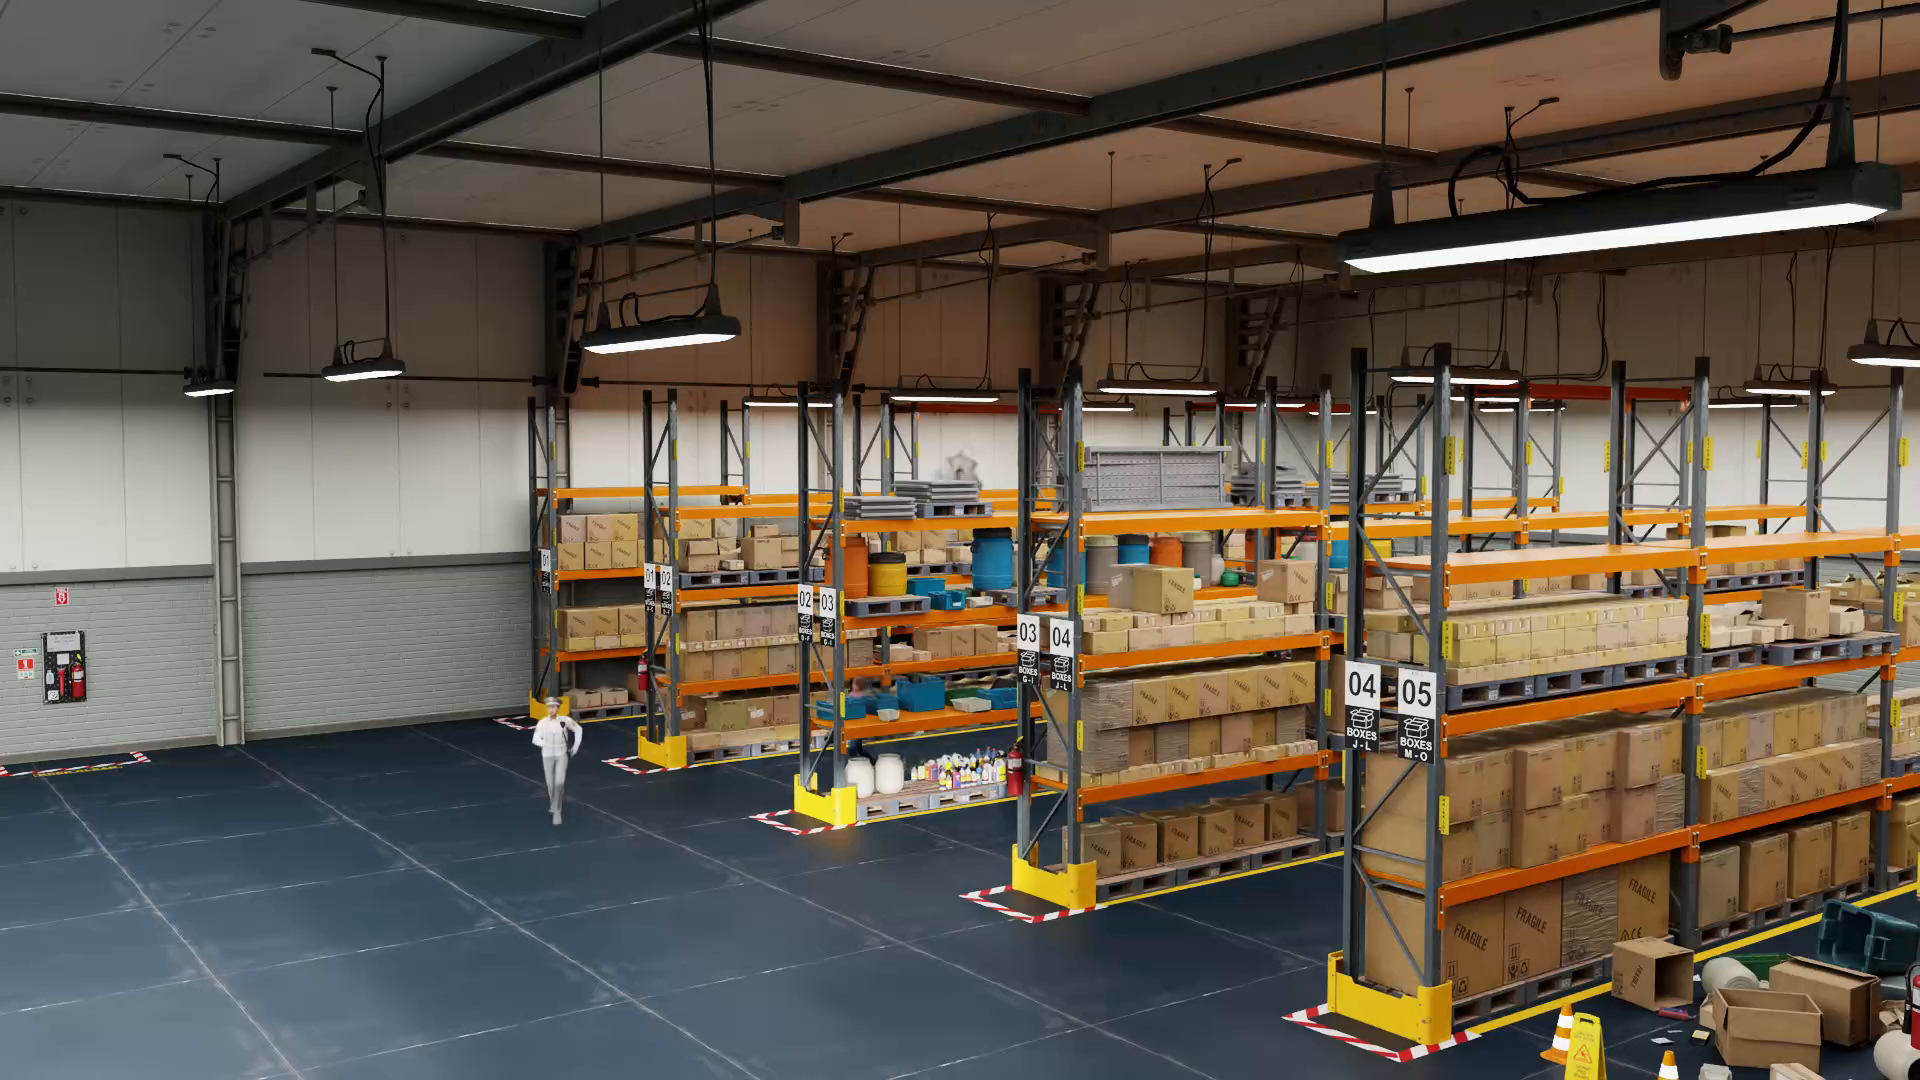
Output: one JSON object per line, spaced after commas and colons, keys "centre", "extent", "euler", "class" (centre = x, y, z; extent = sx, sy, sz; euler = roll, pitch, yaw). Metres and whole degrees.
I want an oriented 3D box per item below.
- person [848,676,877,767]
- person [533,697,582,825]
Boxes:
{"centre": [-1.537, 2.856, 25.125], "extent": [0.799, 1.612, 0.532], "euler": [-3, 4, -39], "class": "person"}
{"centre": [-5.517, 2.997, 22.743], "extent": [0.619, 1.730, 0.739], "euler": [0, 3, -2], "class": "person"}
